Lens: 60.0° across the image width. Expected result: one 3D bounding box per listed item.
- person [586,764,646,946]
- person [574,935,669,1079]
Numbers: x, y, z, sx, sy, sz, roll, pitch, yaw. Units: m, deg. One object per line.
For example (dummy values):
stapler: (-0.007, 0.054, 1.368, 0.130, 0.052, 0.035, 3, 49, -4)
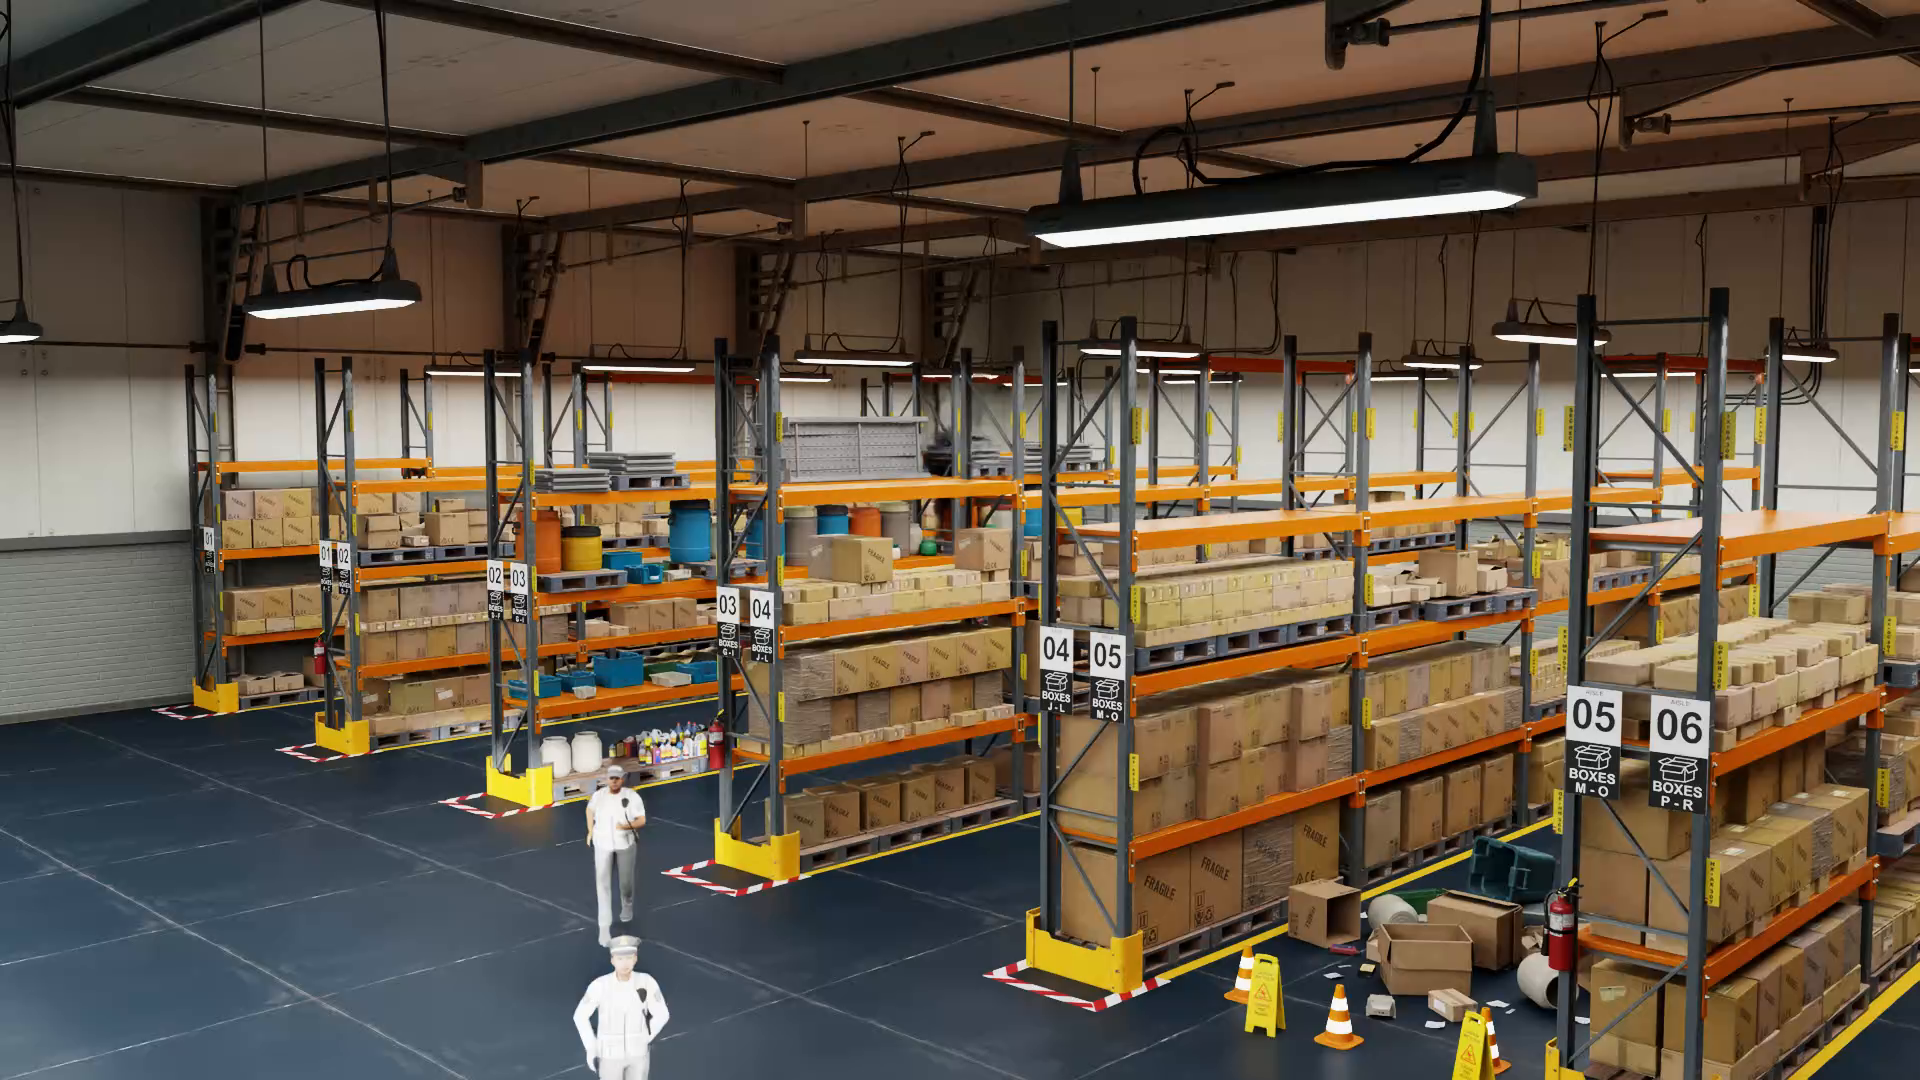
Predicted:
person: (-3.408, 3.064, 16.462, 0.598, 1.685, 0.838, -1, 4, -8)
person: (-2.287, 3.474, 11.295, 0.629, 1.651, 0.567, -1, 5, -18)
